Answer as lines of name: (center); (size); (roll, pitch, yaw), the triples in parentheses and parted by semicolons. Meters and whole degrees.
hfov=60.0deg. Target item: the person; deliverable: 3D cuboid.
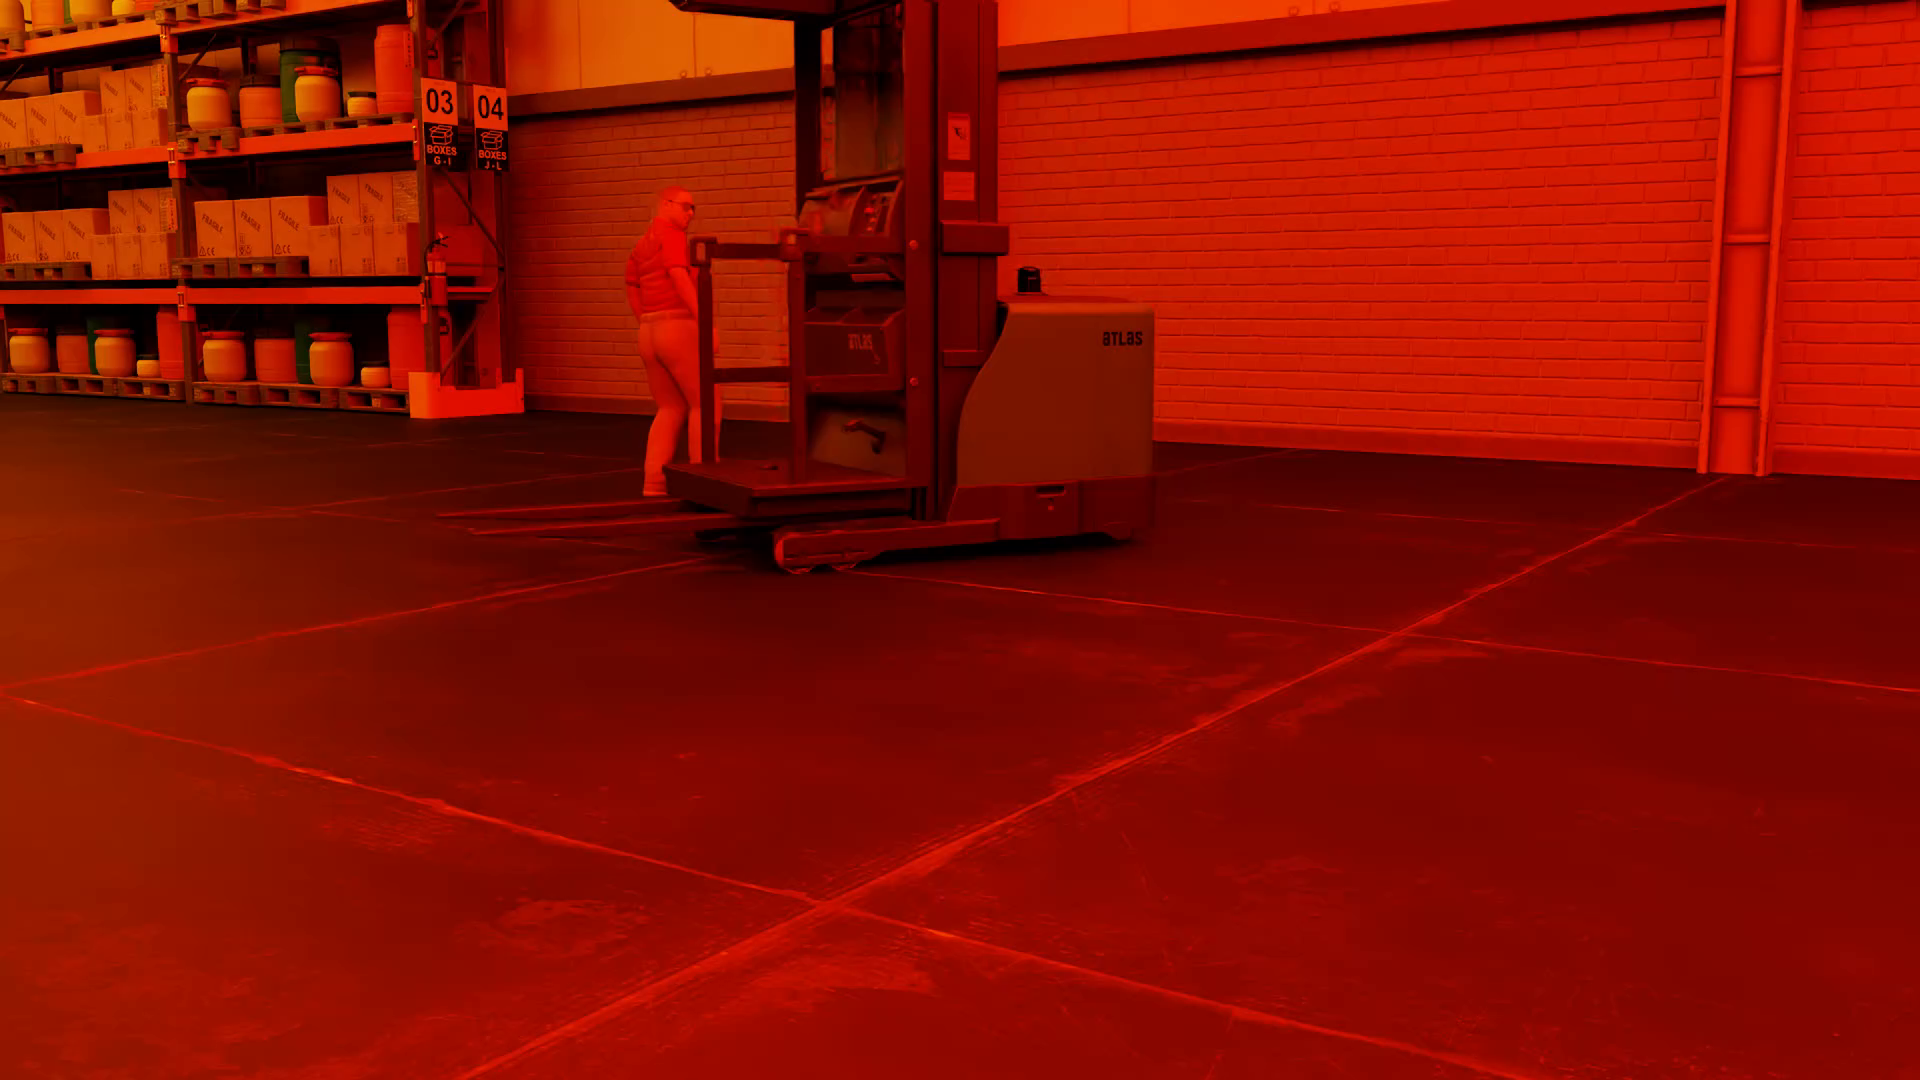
person: (-1.533, -1.097, 9.237); (0.504, 1.713, 0.747); (-7, 11, -42)

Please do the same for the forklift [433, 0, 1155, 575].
forklift: (-0.656, -1.397, 7.018); (3.031, 2.935, 1.130); (-5, 9, -29)
